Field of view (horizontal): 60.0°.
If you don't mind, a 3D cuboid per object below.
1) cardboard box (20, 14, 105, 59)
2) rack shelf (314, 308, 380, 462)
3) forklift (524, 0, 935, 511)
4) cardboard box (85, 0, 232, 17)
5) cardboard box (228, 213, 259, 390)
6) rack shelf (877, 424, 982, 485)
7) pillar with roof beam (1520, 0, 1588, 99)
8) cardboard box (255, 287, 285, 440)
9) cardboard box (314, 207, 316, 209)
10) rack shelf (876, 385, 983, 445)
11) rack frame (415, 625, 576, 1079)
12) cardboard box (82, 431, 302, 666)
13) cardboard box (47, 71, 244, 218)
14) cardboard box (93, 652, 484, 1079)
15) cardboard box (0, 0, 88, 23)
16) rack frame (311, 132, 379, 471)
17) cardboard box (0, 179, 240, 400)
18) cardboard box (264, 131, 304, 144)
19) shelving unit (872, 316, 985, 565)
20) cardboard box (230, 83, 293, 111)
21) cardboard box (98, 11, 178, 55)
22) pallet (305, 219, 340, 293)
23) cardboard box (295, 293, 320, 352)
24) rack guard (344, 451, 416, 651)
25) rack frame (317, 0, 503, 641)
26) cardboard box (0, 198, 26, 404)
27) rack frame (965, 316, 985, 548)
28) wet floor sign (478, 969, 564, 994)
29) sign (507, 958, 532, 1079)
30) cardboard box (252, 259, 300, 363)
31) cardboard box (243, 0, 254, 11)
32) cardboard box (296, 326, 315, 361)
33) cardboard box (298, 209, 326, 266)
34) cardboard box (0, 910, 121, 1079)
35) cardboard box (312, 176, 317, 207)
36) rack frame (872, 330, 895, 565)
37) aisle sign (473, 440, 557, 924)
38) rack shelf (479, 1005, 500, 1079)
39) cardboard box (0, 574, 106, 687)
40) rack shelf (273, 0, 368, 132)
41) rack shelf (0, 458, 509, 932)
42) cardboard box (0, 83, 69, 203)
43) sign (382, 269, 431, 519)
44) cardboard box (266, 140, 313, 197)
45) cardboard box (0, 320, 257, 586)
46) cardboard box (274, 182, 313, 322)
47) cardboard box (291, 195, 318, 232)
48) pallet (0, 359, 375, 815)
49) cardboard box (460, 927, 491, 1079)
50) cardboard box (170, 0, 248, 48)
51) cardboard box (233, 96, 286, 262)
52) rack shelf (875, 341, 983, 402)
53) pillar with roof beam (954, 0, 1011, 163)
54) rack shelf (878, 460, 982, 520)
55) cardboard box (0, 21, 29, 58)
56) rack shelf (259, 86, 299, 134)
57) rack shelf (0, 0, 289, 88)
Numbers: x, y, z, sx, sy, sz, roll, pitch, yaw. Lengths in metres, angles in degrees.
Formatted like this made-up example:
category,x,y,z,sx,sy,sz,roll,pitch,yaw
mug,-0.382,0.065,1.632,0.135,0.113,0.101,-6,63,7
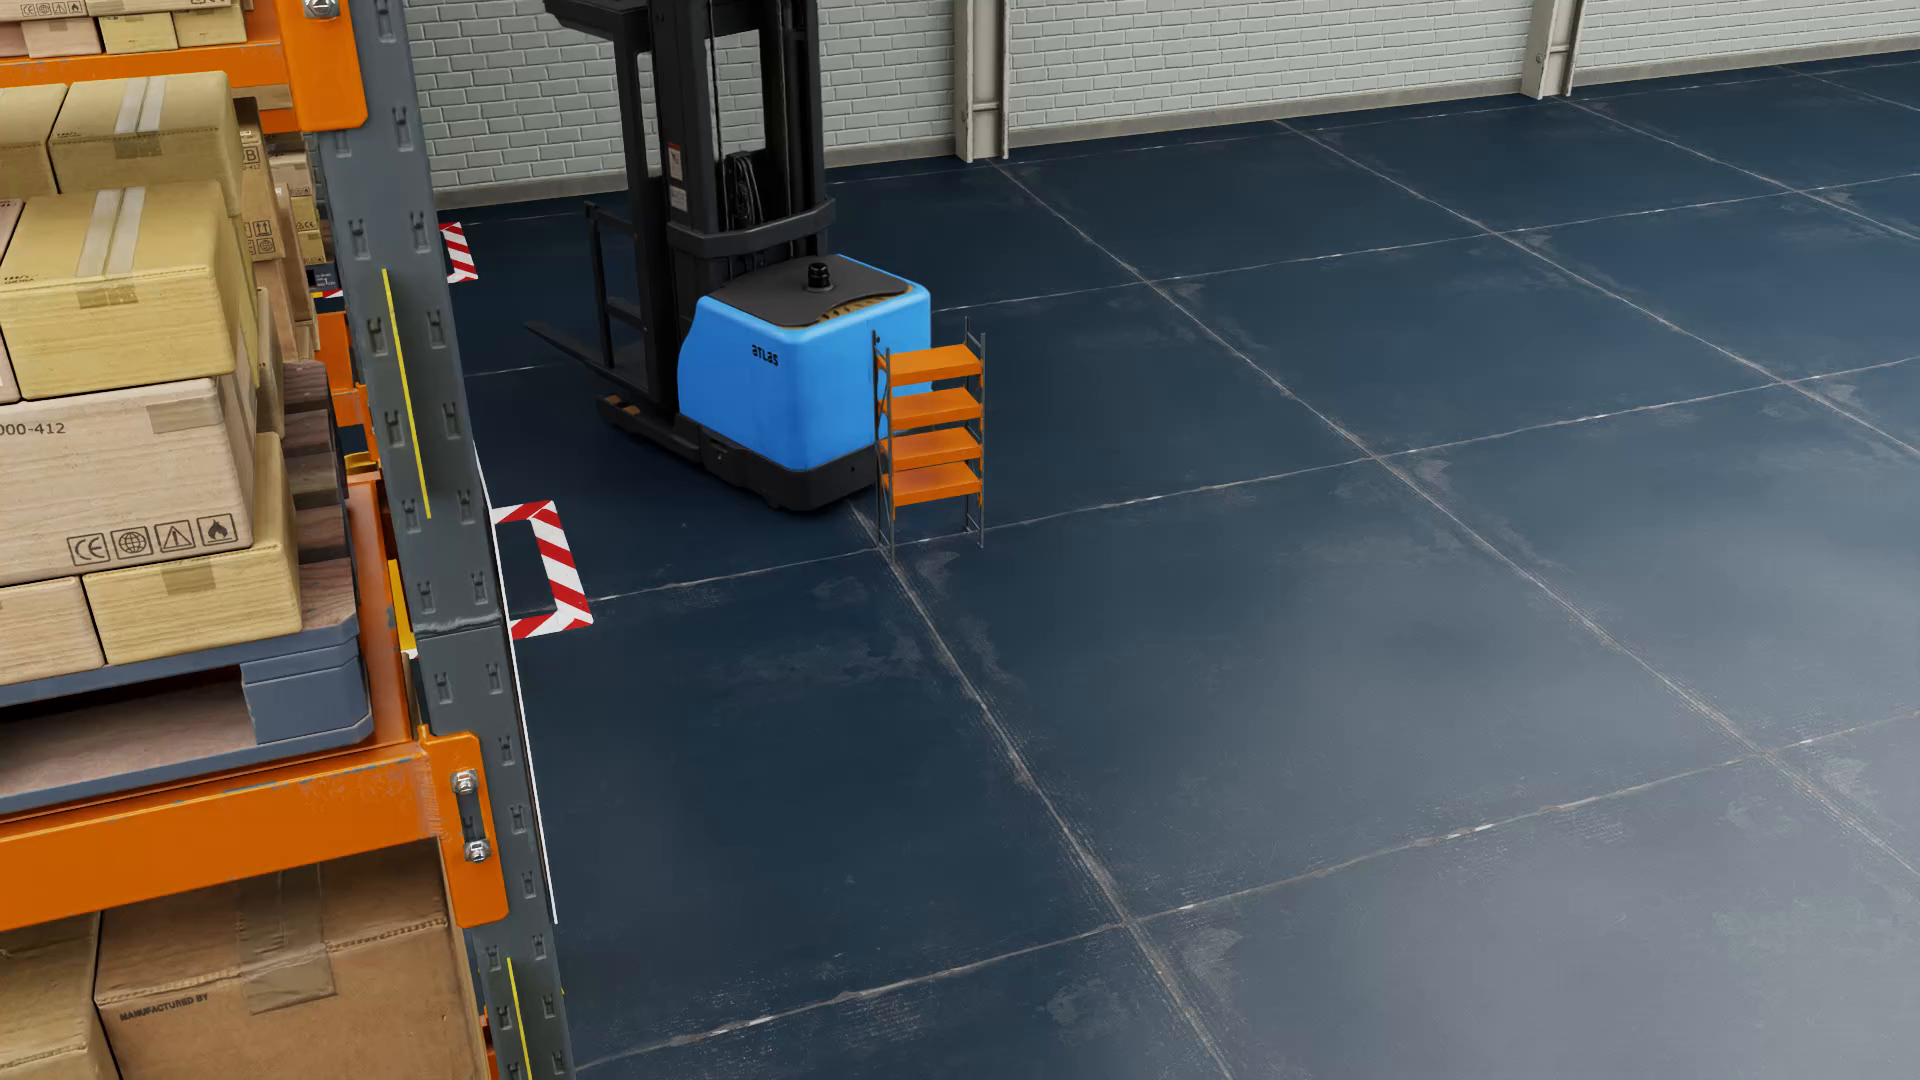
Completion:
category,x,y,z,sx,sy,sz,roll,pitch,yaw
cardboard box,-3.452,-1.986,6.429,0.250,0.149,0.380,-9,31,-16
rack shelf,-4.607,-0.414,7.172,4.000,0.370,1.077,-10,31,-18
forklift,-1.530,-2.059,9.403,1.130,2.935,3.031,-26,38,-37
cardboard box,-3.118,-2.225,6.447,0.500,0.250,0.500,-11,31,-18
cardboard box,-1.454,-0.421,2.755,0.500,0.250,0.500,-11,31,-18
rack shelf,-0.155,-0.434,8.436,0.480,0.148,0.258,-10,31,-18
pillar with roof beam,7.314,-6.352,10.809,0.400,9.000,9.100,-10,31,-18
cardboard box,-1.345,-0.302,2.948,0.250,0.149,0.380,-10,31,-17
cardboard box,-4.995,-2.367,12.228,0.500,0.250,0.500,-10,31,-17
rack shelf,-0.155,-0.629,8.325,0.480,0.148,0.258,-10,31,-18
rack frame,-0.912,1.208,3.600,0.127,3.000,1.000,-10,31,-18
cardboard box,-1.105,0.002,2.414,0.250,0.149,0.380,-11,31,-18
cardboard box,-1.336,-0.649,2.751,0.250,0.149,0.380,-10,31,-17
cardboard box,-1.273,0.720,3.215,0.550,0.550,0.875,-10,31,-18
cardboard box,-3.595,-2.145,6.306,0.500,0.250,0.500,-11,31,-18
rack frame,-2.733,-1.071,7.600,0.127,3.000,1.000,-10,31,-18
cardboard box,-1.109,-0.343,2.215,0.250,0.149,0.380,-10,31,-17
cardboard box,-4.983,-2.801,11.979,0.500,0.250,0.500,-11,31,-18
shelving unit,-0.155,-0.493,8.403,0.503,1.200,0.258,-10,31,-18
cardboard box,-4.837,-3.210,11.254,0.500,0.500,0.500,-11,32,-19
cardboard box,-3.191,-2.016,6.482,0.250,0.149,0.380,-10,31,-17
pallet,-5.169,-2.011,12.066,1.213,0.211,1.003,-10,31,-18
cardboard box,-3.123,-1.000,7.728,0.250,0.149,0.380,-10,31,-17
rack guard,-2.804,0.028,8.196,0.348,0.500,1.175,-10,31,-18
rack frame,-0.912,-1.399,2.115,0.127,3.000,1.000,-10,31,-18
cardboard box,-1.344,-0.301,2.141,0.250,0.149,0.380,-10,31,-17
rack frame,0.074,-0.535,8.477,0.015,1.200,0.240,-10,31,-18
wet floor sign,-1.575,1.307,5.804,0.232,0.644,0.267,-16,33,-26
sign,-0.736,0.856,2.809,0.005,0.325,0.100,-10,31,-18
cardboard box,-3.145,-1.023,7.113,0.500,0.500,0.500,-11,31,-19
cardboard box,-3.157,-2.359,7.084,0.250,0.149,0.380,-10,31,-18
cardboard box,-3.008,-0.798,7.375,0.250,0.149,0.380,-9,31,-16
cardboard box,-4.797,-2.134,11.818,0.500,0.250,0.500,-10,31,-17
cardboard box,-1.756,0.857,2.973,0.550,0.550,0.875,-10,31,-18
cardboard box,-4.980,-2.594,12.121,0.500,0.250,0.500,-10,31,-17
rack frame,-0.384,-0.451,8.329,0.015,1.200,0.240,-10,31,-18
aisle sign,-0.741,0.205,2.734,0.004,0.787,0.394,-10,31,-18
rack shelf,-2.786,1.866,3.172,4.000,0.370,1.077,-10,31,-18
cardboard box,-1.342,0.045,2.338,0.250,0.149,0.380,-10,31,-17
rack shelf,-2.786,-0.567,1.786,4.000,0.370,1.077,-10,31,-18
rack shelf,-2.786,0.562,2.429,4.000,0.370,1.077,-10,31,-18
cardboard box,-1.571,-0.606,2.676,0.250,0.149,0.380,-10,31,-17
sign,-0.736,-0.192,2.212,0.005,0.325,0.100,-10,31,-18
cardboard box,-4.790,-2.572,11.577,0.500,0.250,0.500,-9,31,-16
cardboard box,-1.273,-0.171,2.316,0.500,0.250,0.500,-10,31,-17
cardboard box,-3.273,-1.291,7.584,0.500,0.500,0.500,-11,31,-18
cardboard box,-4.814,-2.350,11.692,0.500,0.250,0.500,-11,31,-18
pallet,-1.603,0.076,2.646,1.213,0.211,1.003,-10,31,-18
cardboard box,-1.244,1.228,3.413,0.550,0.550,0.875,-10,31,-18
cardboard box,-2.969,-2.074,6.584,0.250,0.149,0.380,-10,31,-17
cardboard box,-3.135,-1.489,6.922,0.500,0.500,0.700,-11,32,-19
rack shelf,-0.155,-0.834,8.208,0.480,0.148,0.258,-10,31,-18
pillar with roof beam,1.691,-5.317,8.991,0.400,9.000,9.100,-10,31,-18
rack shelf,-0.155,-0.262,8.534,0.480,0.148,0.258,-10,31,-18
cardboard box,-3.713,-1.973,6.407,0.250,0.149,0.380,-10,31,-17
rack shelf,-6.341,-2.716,11.213,4.000,0.370,1.077,-10,31,-18
rack shelf,-4.607,-1.717,6.430,4.000,0.370,1.077,-10,31,-18
